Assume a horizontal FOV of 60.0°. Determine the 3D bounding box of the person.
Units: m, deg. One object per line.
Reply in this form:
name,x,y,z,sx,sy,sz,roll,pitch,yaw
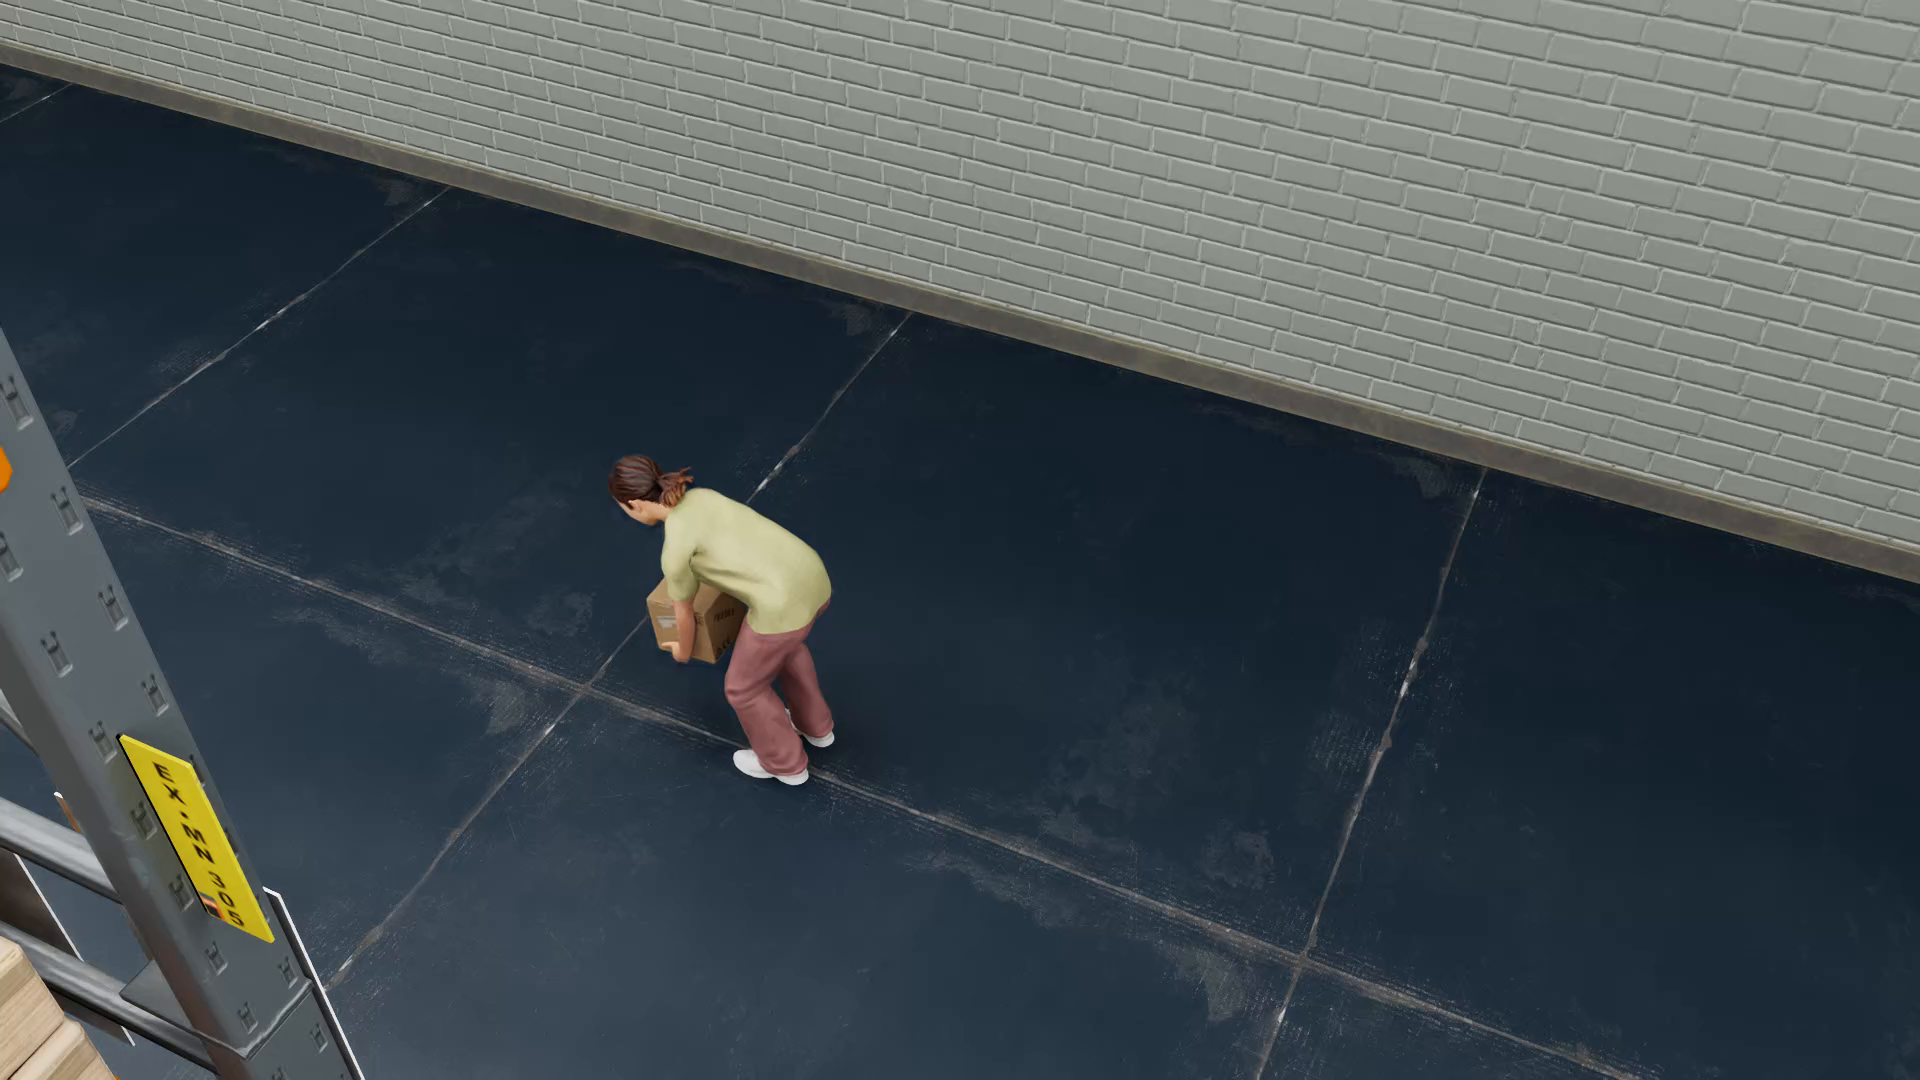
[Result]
person,-0.861,0.285,6.121,0.813,1.311,0.410,16,45,17
